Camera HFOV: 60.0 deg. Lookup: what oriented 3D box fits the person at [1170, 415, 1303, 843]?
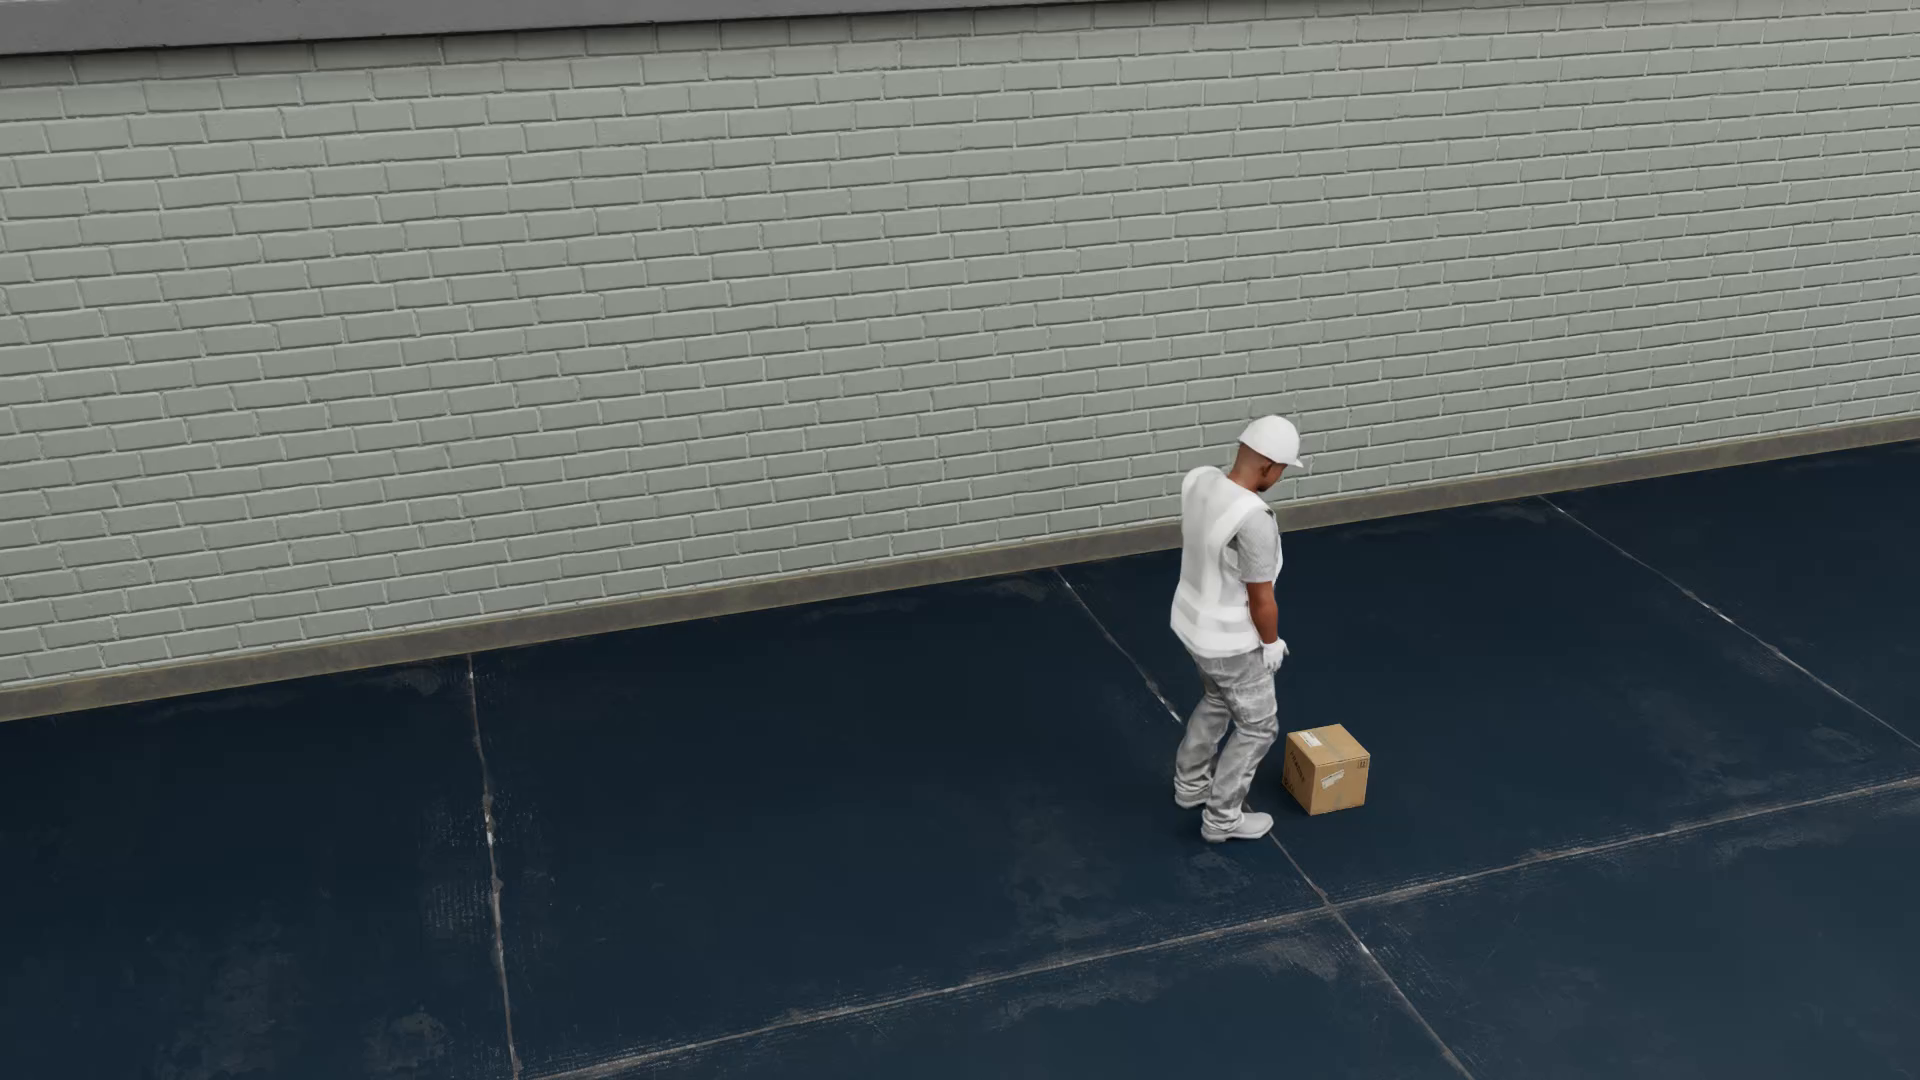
[{"bbox_3d":[1.057,0.337,6.463,0.458,1.732,0.573,-7,27,-15],"label":"person"}]
